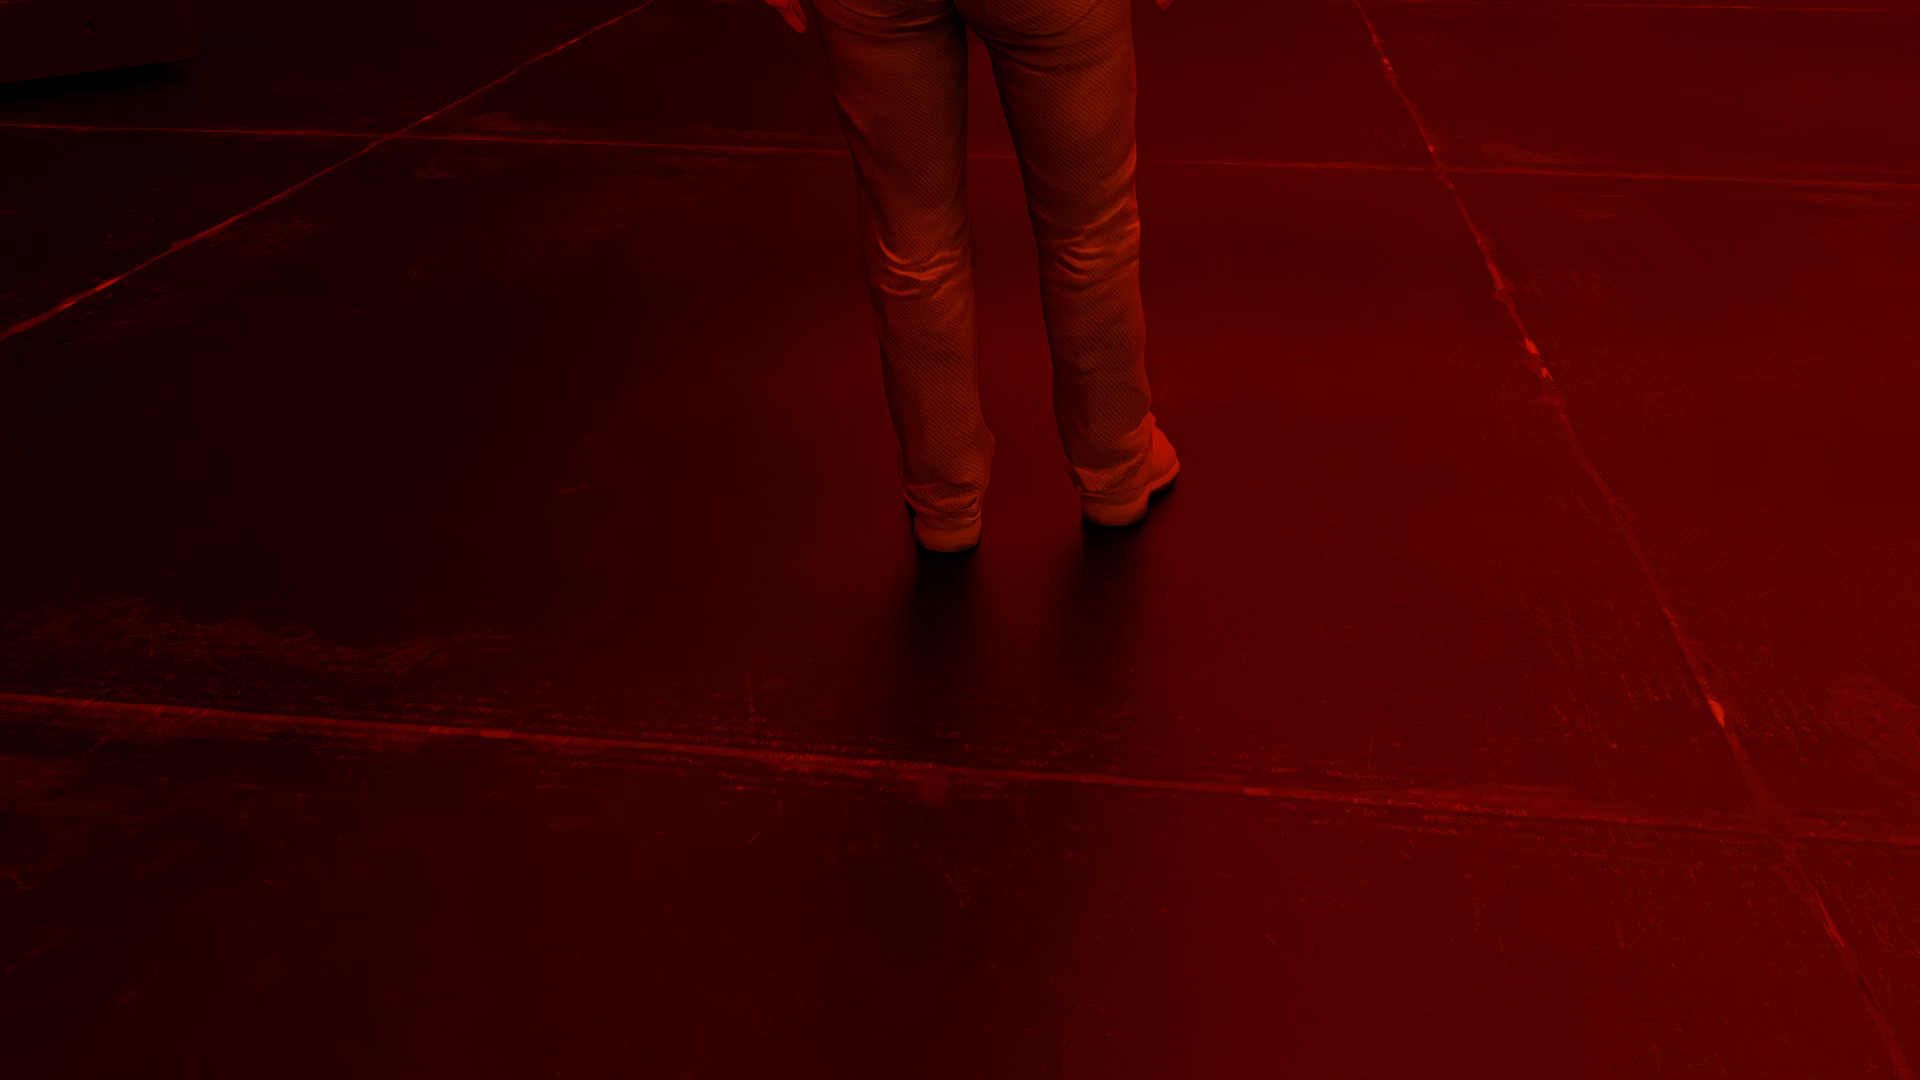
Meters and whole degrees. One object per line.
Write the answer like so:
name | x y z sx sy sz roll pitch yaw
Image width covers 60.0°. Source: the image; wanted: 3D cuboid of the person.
person | 0.016 -0.828 2.156 0.634 1.775 0.566 3 27 7

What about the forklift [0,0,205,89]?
forklift | -3.937 -3.206 5.644 1.130 2.935 3.031 -23 35 -38
